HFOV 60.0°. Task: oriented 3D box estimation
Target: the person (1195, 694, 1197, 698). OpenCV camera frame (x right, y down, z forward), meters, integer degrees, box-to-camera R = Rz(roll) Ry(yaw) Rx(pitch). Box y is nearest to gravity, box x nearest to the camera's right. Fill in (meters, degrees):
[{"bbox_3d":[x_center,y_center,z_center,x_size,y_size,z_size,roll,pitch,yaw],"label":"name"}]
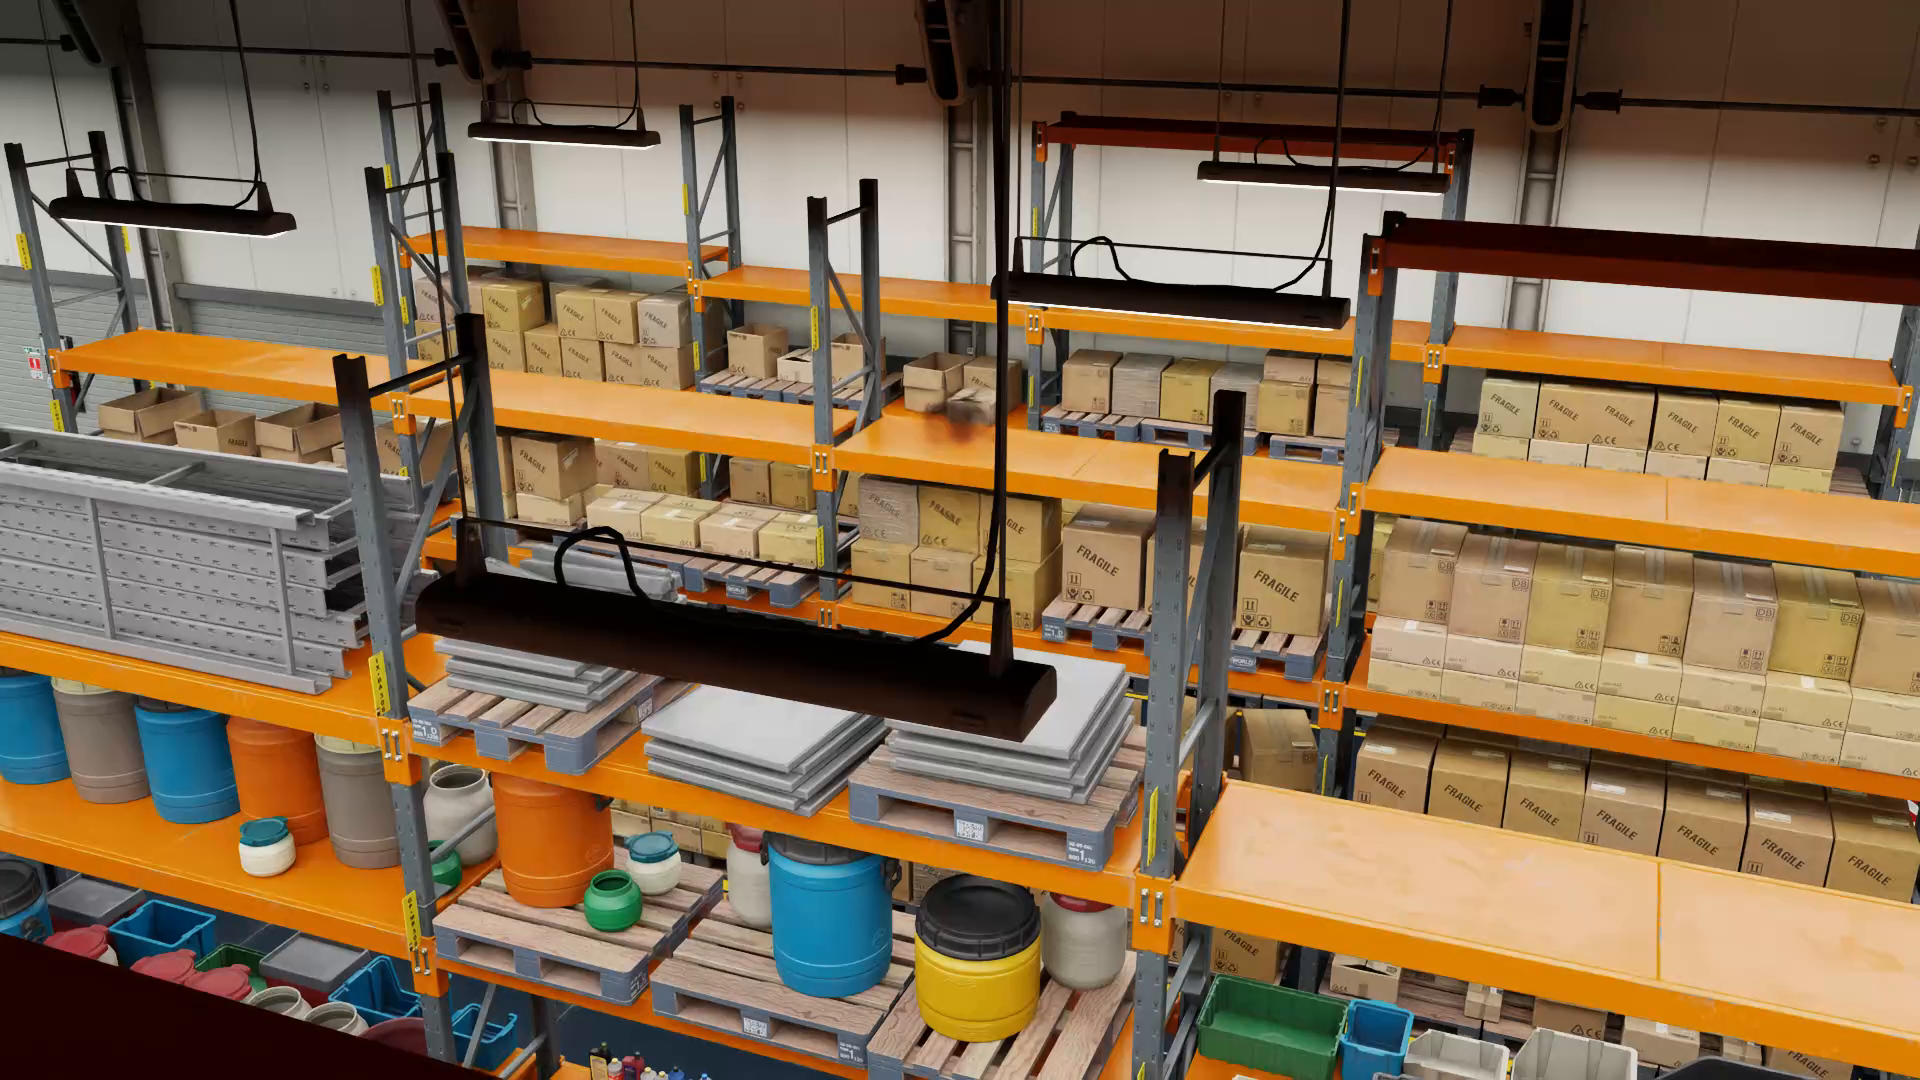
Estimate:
[{"bbox_3d":[2.067,1.773,14.771,0.372,0.923,0.482,7,22,18],"label":"person"}]
